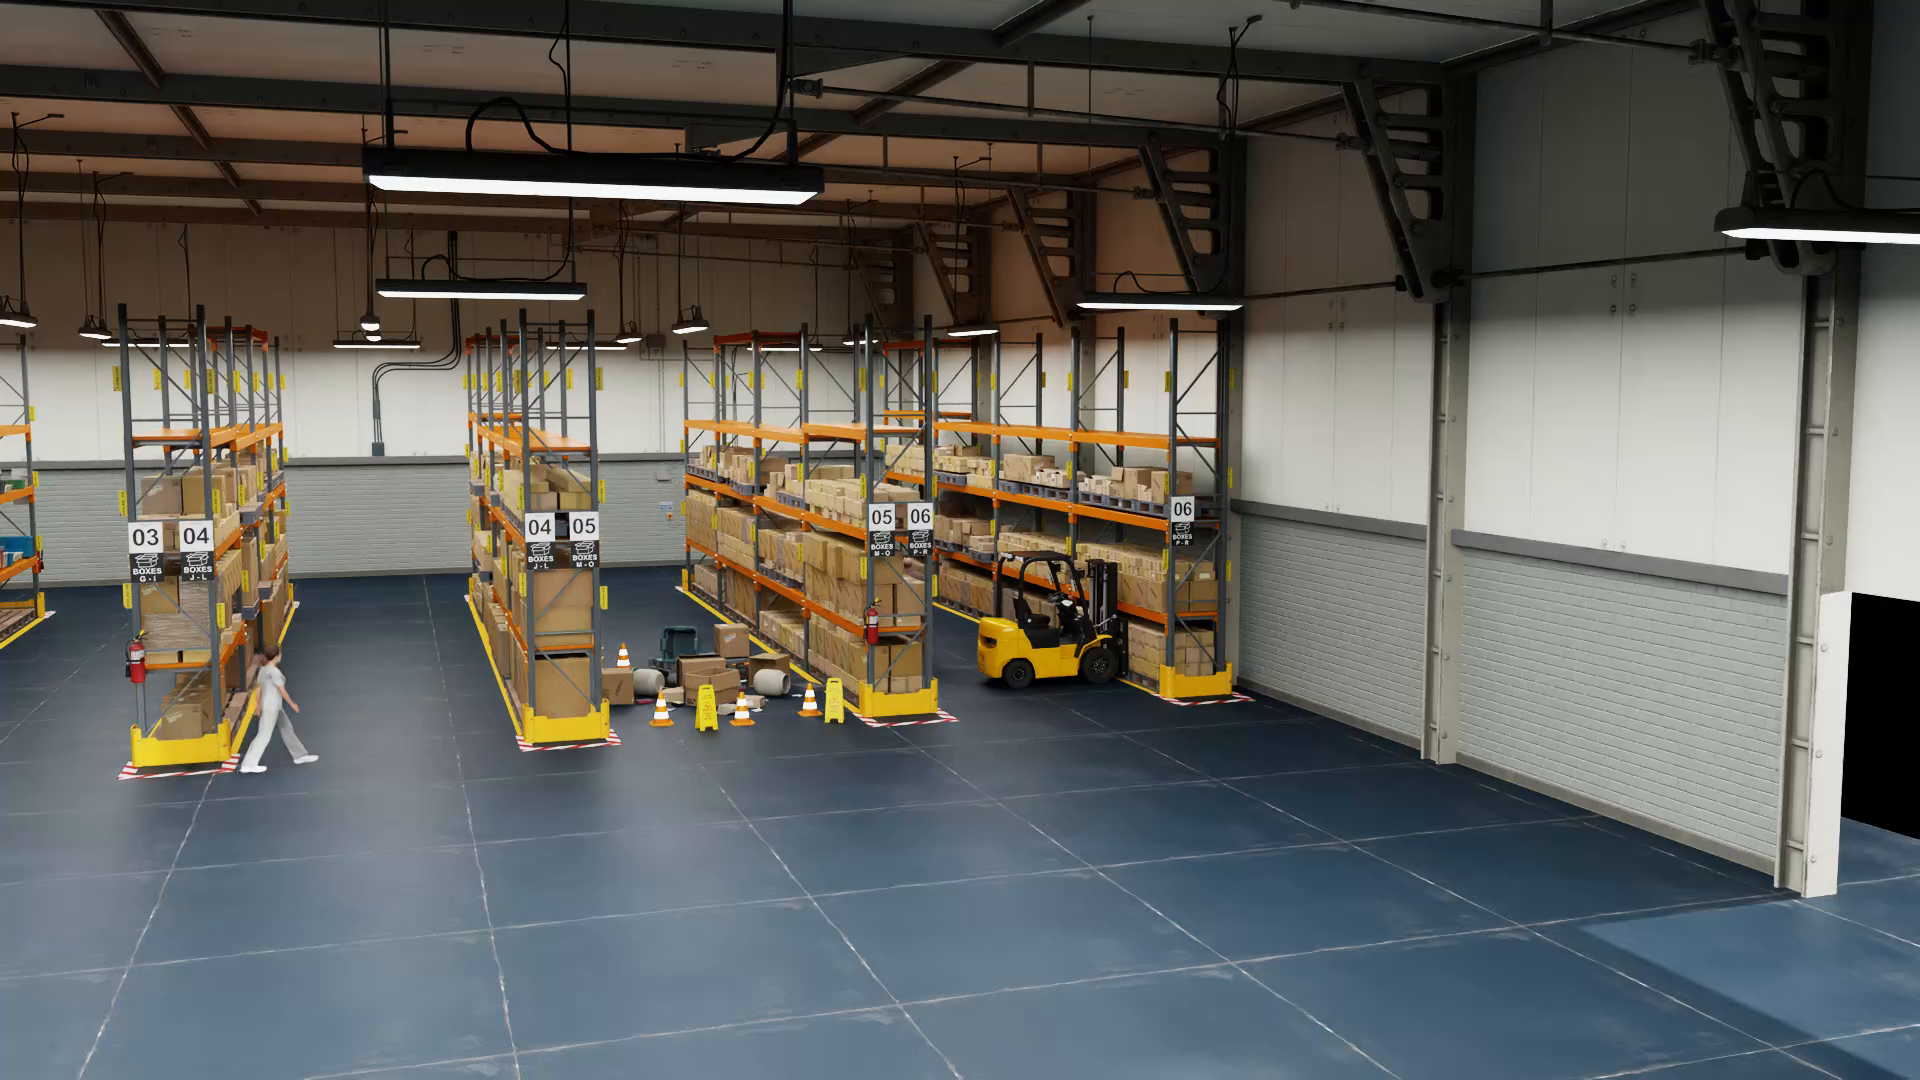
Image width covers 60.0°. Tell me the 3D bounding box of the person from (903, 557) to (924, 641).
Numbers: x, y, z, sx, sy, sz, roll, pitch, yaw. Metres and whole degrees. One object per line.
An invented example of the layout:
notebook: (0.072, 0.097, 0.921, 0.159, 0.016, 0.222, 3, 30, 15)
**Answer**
person: (-0.958, 1.224, 30.549, 0.560, 1.830, 0.641, -2, 6, -23)

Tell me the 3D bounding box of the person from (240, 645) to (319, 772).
person: (-8.786, 2.144, 21.435, 0.994, 1.613, 0.458, -4, 6, -33)
